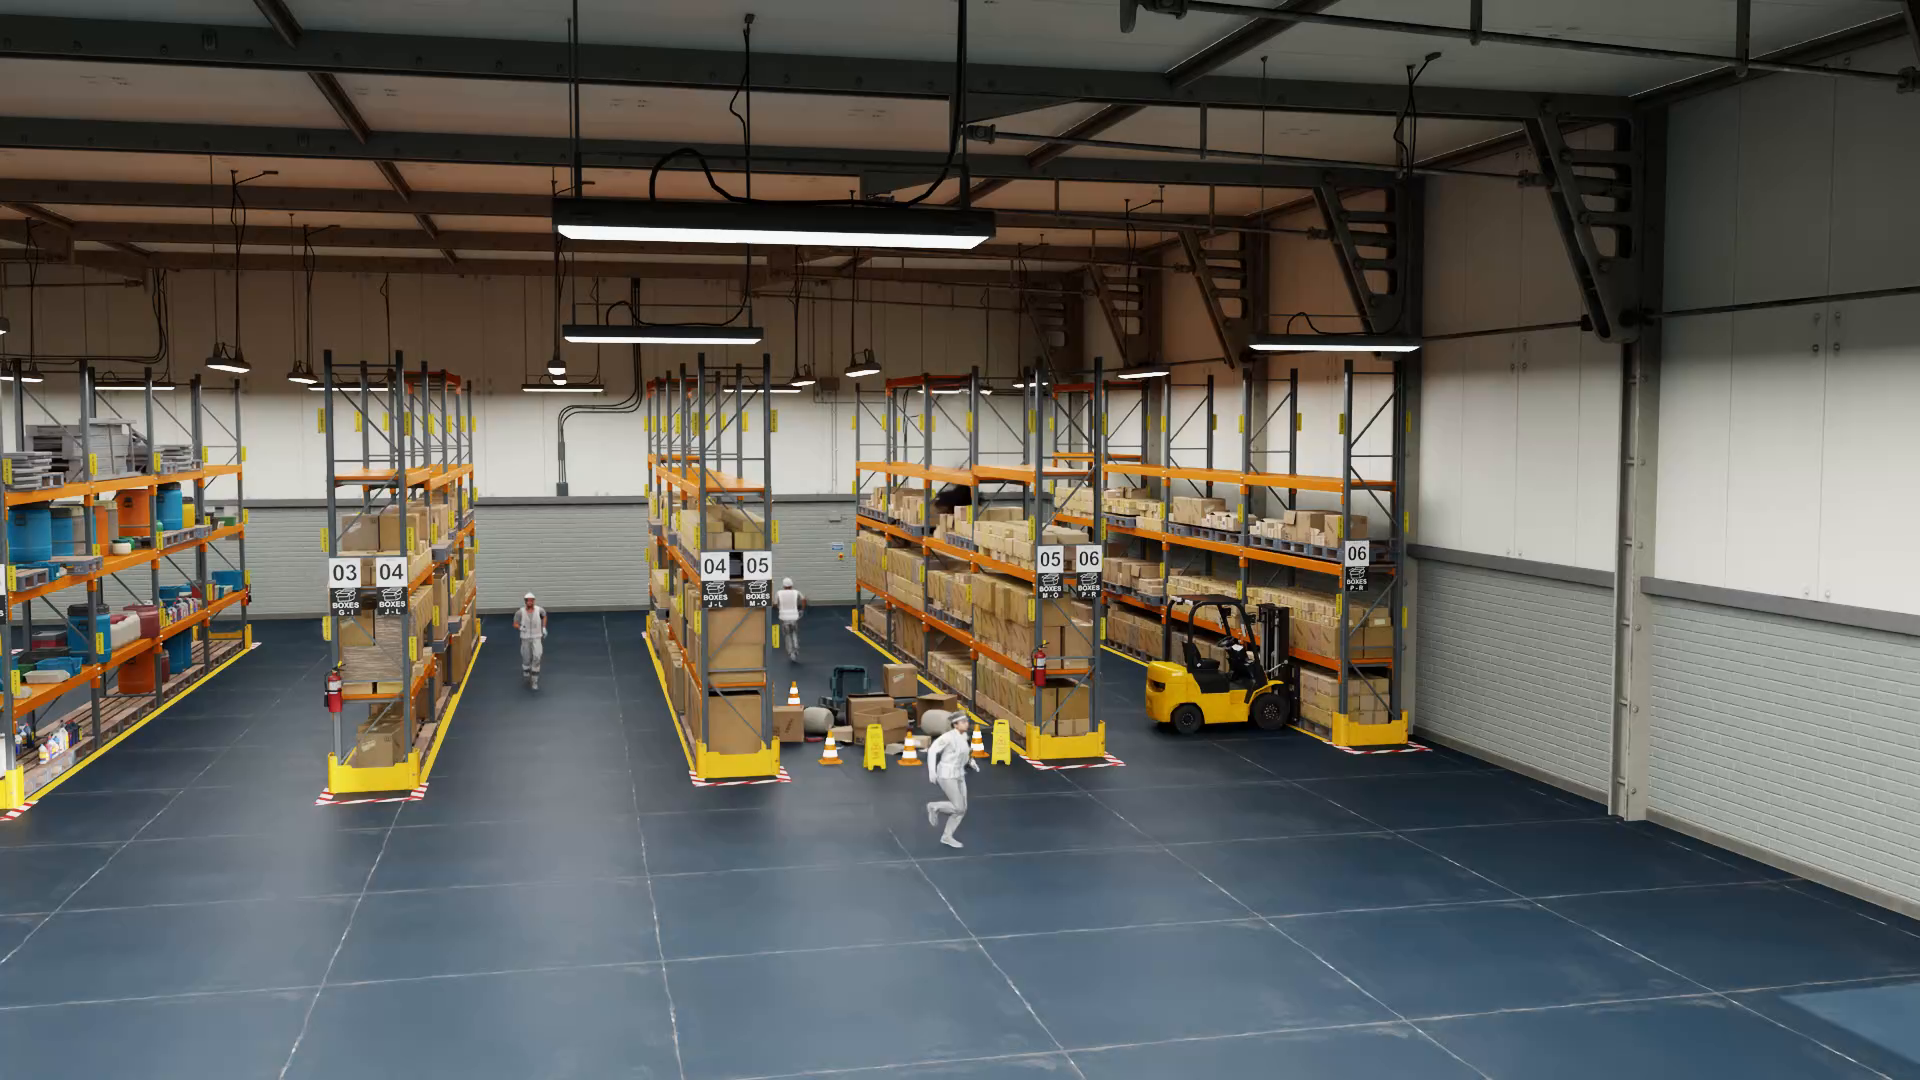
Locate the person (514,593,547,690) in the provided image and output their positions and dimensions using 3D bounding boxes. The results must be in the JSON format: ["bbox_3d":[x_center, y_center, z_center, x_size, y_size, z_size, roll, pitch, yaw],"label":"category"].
[{"bbox_3d":[-8.185,1.910,31.680,0.608,1.833,0.855,-1,4,-13],"label":"person"}]

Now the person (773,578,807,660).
[{"bbox_3d":[-3.631,1.663,35.267,0.675,1.732,0.677,-1,4,-18],"label":"person"}]

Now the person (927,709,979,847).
[{"bbox_3d":[-0.088,2.825,19.775,0.640,1.649,0.653,3,5,34],"label":"person"}]
